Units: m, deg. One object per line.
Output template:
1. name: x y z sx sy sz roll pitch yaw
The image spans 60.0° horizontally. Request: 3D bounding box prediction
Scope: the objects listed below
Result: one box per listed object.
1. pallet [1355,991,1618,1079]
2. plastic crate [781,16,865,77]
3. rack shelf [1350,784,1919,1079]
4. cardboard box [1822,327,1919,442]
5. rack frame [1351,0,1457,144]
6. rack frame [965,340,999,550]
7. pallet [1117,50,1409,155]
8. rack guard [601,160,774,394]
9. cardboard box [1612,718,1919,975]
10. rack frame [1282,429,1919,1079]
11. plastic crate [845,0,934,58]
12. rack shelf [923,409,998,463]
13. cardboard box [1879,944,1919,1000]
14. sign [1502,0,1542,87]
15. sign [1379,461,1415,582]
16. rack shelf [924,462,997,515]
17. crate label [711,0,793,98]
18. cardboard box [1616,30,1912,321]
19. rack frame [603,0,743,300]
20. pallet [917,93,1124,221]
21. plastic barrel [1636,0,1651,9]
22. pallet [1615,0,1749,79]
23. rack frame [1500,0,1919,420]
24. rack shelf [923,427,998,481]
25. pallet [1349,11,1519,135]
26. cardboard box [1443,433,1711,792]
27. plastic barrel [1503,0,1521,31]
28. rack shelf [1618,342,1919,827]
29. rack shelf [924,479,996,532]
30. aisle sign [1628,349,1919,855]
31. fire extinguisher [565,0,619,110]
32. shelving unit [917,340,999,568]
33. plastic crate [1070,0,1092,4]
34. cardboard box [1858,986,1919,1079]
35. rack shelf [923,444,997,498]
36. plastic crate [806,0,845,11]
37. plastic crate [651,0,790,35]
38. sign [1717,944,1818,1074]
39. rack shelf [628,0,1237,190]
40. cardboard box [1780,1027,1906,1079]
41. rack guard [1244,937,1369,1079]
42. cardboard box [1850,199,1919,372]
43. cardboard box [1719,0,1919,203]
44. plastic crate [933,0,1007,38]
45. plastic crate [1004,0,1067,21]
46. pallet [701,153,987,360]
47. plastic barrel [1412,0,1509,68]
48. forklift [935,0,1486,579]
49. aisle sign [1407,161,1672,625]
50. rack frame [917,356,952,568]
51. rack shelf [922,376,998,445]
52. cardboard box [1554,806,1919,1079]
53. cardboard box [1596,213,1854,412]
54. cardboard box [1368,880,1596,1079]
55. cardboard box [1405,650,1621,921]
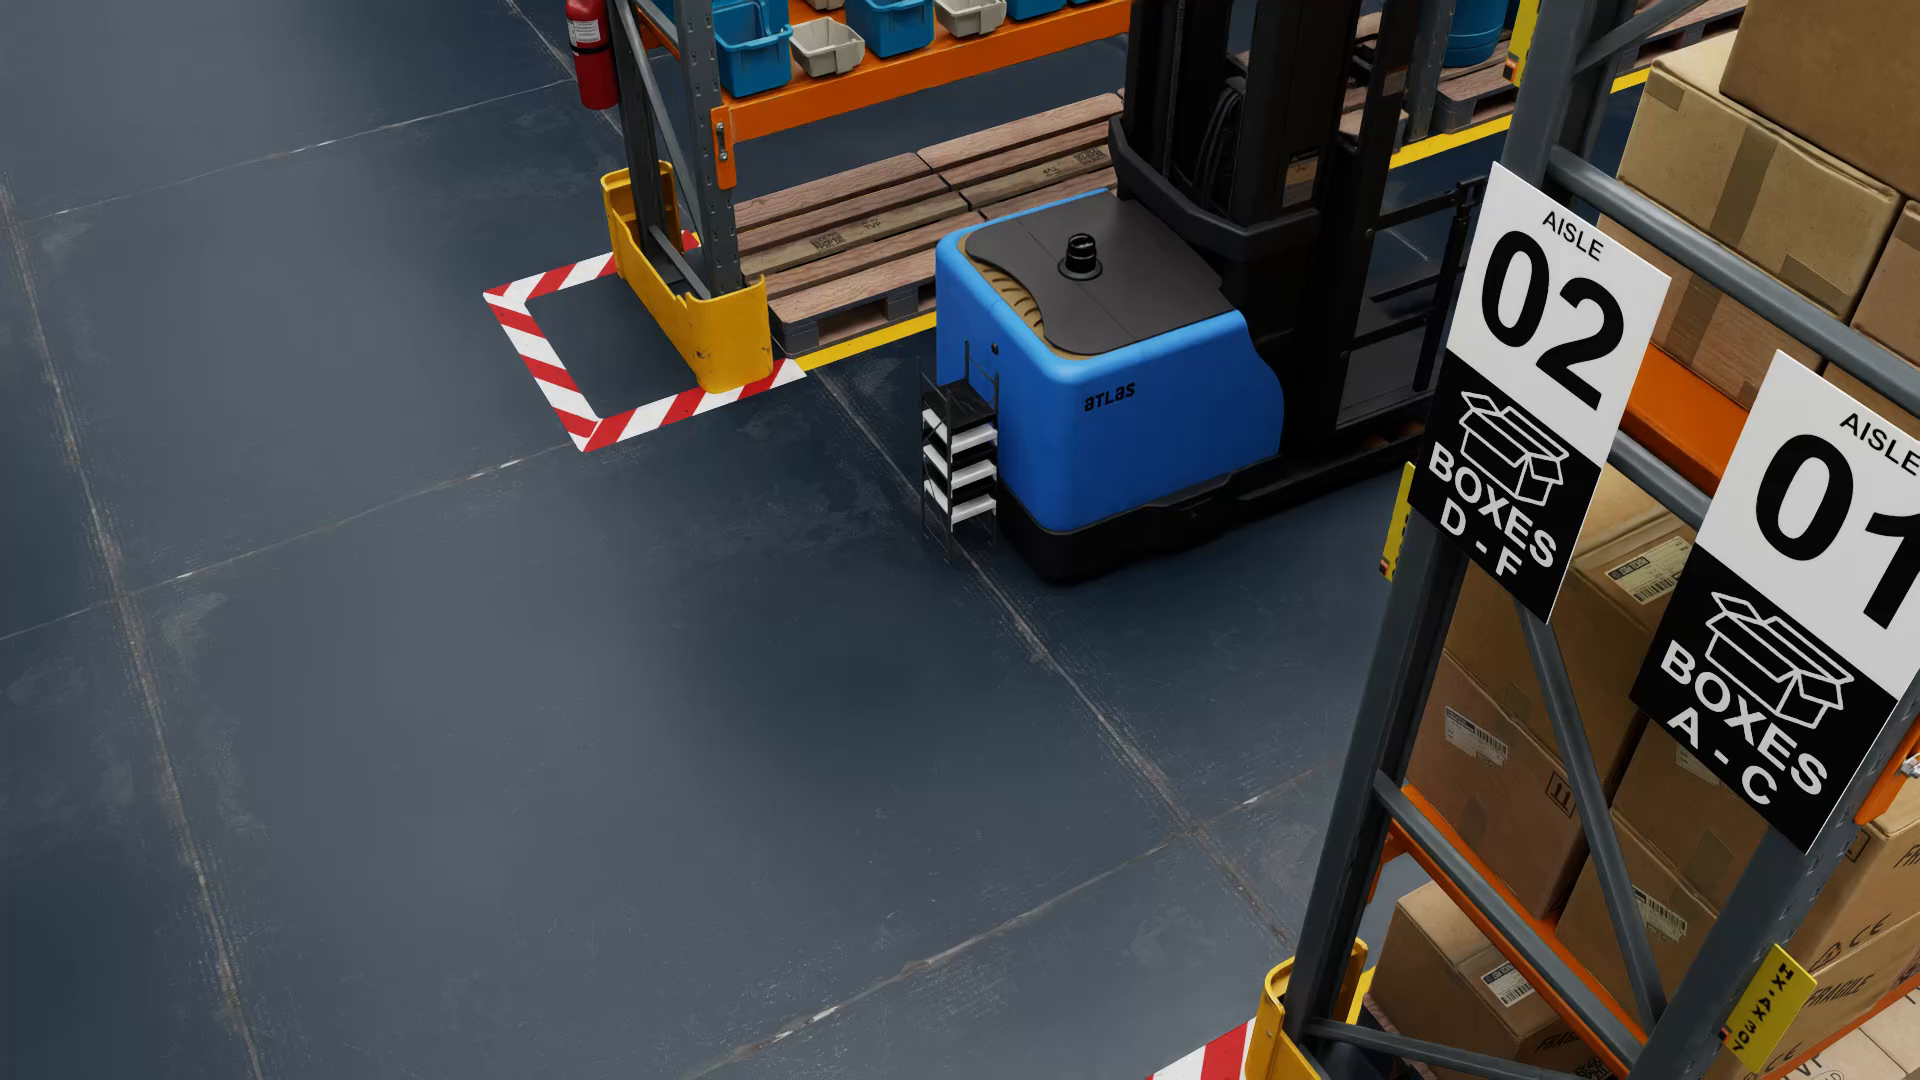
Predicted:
1. pallet: 1.975 1.549 5.002 1.213 0.211 1.003 -22 48 -21
2. plastic crate: -0.549 -2.015 6.819 0.298 0.136 0.250 -22 48 -21
3. rack shelf: 2.952 0.416 4.684 4.000 0.370 1.077 -22 48 -21
4. cardboard box: 1.790 -0.195 2.751 0.500 0.250 0.500 -22 48 -21
5. rack frame: 2.222 -3.528 8.232 0.127 3.000 1.000 -22 48 -21
6. rack frame: 0.081 -0.355 6.470 0.006 0.900 0.240 -22 48 -21
7. pallet: 1.603 -2.249 8.916 1.213 0.211 1.003 -22 48 -21
8. rack guard: -1.261 -1.227 7.655 0.348 0.500 1.175 -22 48 -21
9. cardboard box: 1.734 0.463 3.330 0.500 0.500 0.500 -20 48 -20
10. rack frame: 1.218 0.852 3.718 0.127 3.000 1.000 -22 48 -21
11. plastic crate: -0.298 -2.217 6.958 0.300 0.233 0.416 -22 48 -21
12. rack shelf: -0.007 -0.425 6.332 0.200 0.077 0.258 -22 48 -21
13. cardboard box: 2.179 0.639 3.866 0.500 0.500 0.500 -22 48 -21
14. sign: 0.959 -0.884 2.718 0.005 0.325 0.100 -22 48 -21
15. sign: 0.959 -0.019 3.557 0.005 0.325 0.100 -22 48 -21
16. rack shelf: -0.007 -0.232 6.520 0.200 0.077 0.258 -22 48 -21
17. crate label: -0.868 -1.989 6.722 0.303 0.233 0.416 -22 48 -21
18. cardboard box: 1.536 -0.682 2.894 0.500 0.250 0.500 -22 48 -21
19. rack frame: -1.247 -2.140 6.802 0.127 3.000 1.000 -22 48 -21
20. pallet: 0.544 -1.823 8.477 1.213 0.211 1.003 -22 48 -21
21. plastic barrel: 3.850 -3.352 9.535 0.421 0.512 0.421 0 44 0
22. pallet: 3.971 -3.196 9.892 1.213 0.211 1.003 -22 48 -21
23. rack frame: 1.218 -1.301 1.629 0.127 3.000 1.000 -22 48 -21
24. rack shelf: -0.007 -0.361 6.394 0.200 0.077 0.258 -22 48 -21
25. pallet: 2.912 -2.770 9.453 1.213 0.211 1.003 -22 48 -21
26. cardboard box: 1.467 0.137 3.665 0.500 0.500 0.500 -22 48 -21
27. plastic barrel: 3.316 -3.350 9.253 0.708 0.901 0.600 -22 48 -21
28. rack shelf: 2.952 -0.660 3.639 4.000 0.370 1.077 -22 48 -21
29. rack shelf: -0.007 -0.167 6.582 0.200 0.077 0.258 -22 48 -21
30. aisle sign: 1.305 0.120 2.606 0.004 0.787 0.394 -22 48 -21
31. fire extinguisher: -1.604 -2.201 7.187 0.183 0.674 0.296 -22 48 -21
32. shelving unit: -0.007 -0.320 6.434 0.210 0.900 0.258 -22 48 -21
33. plastic crate: 0.533 -2.550 7.300 0.300 0.233 0.416 -22 48 -21
34. cardboard box: 2.698 1.317 4.898 0.500 0.250 0.500 -22 48 -21
35. rack shelf: -0.007 -0.296 6.457 0.200 0.077 0.258 -22 48 -21
36. plastic crate: -0.630 -2.459 7.277 0.243 0.136 0.396 -22 48 -21
37. plastic crate: -1.049 -2.403 7.004 0.499 0.435 0.616 -22 48 -21
38. sign: 1.488 0.869 3.079 0.005 0.325 0.100 -22 48 -21
39. rack shelf: 0.488 -2.576 7.767 4.000 0.370 1.077 -22 48 -21
40. cardboard box: 2.264 1.490 4.719 0.500 0.250 0.500 -22 48 -21
41. rack guard: 1.284 1.723 4.616 0.348 0.500 1.175 -22 48 -21
42. cardboard box: 1.793 -0.371 2.573 0.500 0.250 0.500 -22 48 -21
43. cardboard box: 1.655 -0.807 2.484 0.500 0.500 0.700 -22 48 -21
44. plastic crate: 0.039 -2.251 7.062 0.298 0.136 0.250 -22 48 -21
45. plastic crate: 0.273 -2.445 7.193 0.300 0.233 0.416 -22 48 -21
46. pallet: -0.512 -1.402 8.043 1.213 0.211 1.003 -22 48 -21
47. plastic barrel: 2.702 -3.104 9.000 0.708 0.901 0.600 -22 48 -21
48. forklift: 1.438 -1.636 6.331 3.031 2.935 1.130 -20 48 -19
49. aisle sign: 1.006 -0.242 2.979 0.004 0.787 0.394 -22 48 -21
50. rack frame: -0.095 -0.285 6.397 0.006 0.900 0.240 -22 48 -21
51. rack shelf: -0.007 -0.490 6.269 0.200 0.077 0.258 -22 48 -21
52. cardboard box: 1.734 0.822 3.678 0.500 0.500 0.500 -21 48 -20
53. cardboard box: 1.532 -0.508 3.073 0.500 0.250 0.500 -22 48 -21
54. cardboard box: 1.567 1.254 4.783 0.500 0.500 0.500 -22 48 -21
55. cardboard box: 1.471 0.497 4.013 0.500 0.500 0.500 -20 48 -20
